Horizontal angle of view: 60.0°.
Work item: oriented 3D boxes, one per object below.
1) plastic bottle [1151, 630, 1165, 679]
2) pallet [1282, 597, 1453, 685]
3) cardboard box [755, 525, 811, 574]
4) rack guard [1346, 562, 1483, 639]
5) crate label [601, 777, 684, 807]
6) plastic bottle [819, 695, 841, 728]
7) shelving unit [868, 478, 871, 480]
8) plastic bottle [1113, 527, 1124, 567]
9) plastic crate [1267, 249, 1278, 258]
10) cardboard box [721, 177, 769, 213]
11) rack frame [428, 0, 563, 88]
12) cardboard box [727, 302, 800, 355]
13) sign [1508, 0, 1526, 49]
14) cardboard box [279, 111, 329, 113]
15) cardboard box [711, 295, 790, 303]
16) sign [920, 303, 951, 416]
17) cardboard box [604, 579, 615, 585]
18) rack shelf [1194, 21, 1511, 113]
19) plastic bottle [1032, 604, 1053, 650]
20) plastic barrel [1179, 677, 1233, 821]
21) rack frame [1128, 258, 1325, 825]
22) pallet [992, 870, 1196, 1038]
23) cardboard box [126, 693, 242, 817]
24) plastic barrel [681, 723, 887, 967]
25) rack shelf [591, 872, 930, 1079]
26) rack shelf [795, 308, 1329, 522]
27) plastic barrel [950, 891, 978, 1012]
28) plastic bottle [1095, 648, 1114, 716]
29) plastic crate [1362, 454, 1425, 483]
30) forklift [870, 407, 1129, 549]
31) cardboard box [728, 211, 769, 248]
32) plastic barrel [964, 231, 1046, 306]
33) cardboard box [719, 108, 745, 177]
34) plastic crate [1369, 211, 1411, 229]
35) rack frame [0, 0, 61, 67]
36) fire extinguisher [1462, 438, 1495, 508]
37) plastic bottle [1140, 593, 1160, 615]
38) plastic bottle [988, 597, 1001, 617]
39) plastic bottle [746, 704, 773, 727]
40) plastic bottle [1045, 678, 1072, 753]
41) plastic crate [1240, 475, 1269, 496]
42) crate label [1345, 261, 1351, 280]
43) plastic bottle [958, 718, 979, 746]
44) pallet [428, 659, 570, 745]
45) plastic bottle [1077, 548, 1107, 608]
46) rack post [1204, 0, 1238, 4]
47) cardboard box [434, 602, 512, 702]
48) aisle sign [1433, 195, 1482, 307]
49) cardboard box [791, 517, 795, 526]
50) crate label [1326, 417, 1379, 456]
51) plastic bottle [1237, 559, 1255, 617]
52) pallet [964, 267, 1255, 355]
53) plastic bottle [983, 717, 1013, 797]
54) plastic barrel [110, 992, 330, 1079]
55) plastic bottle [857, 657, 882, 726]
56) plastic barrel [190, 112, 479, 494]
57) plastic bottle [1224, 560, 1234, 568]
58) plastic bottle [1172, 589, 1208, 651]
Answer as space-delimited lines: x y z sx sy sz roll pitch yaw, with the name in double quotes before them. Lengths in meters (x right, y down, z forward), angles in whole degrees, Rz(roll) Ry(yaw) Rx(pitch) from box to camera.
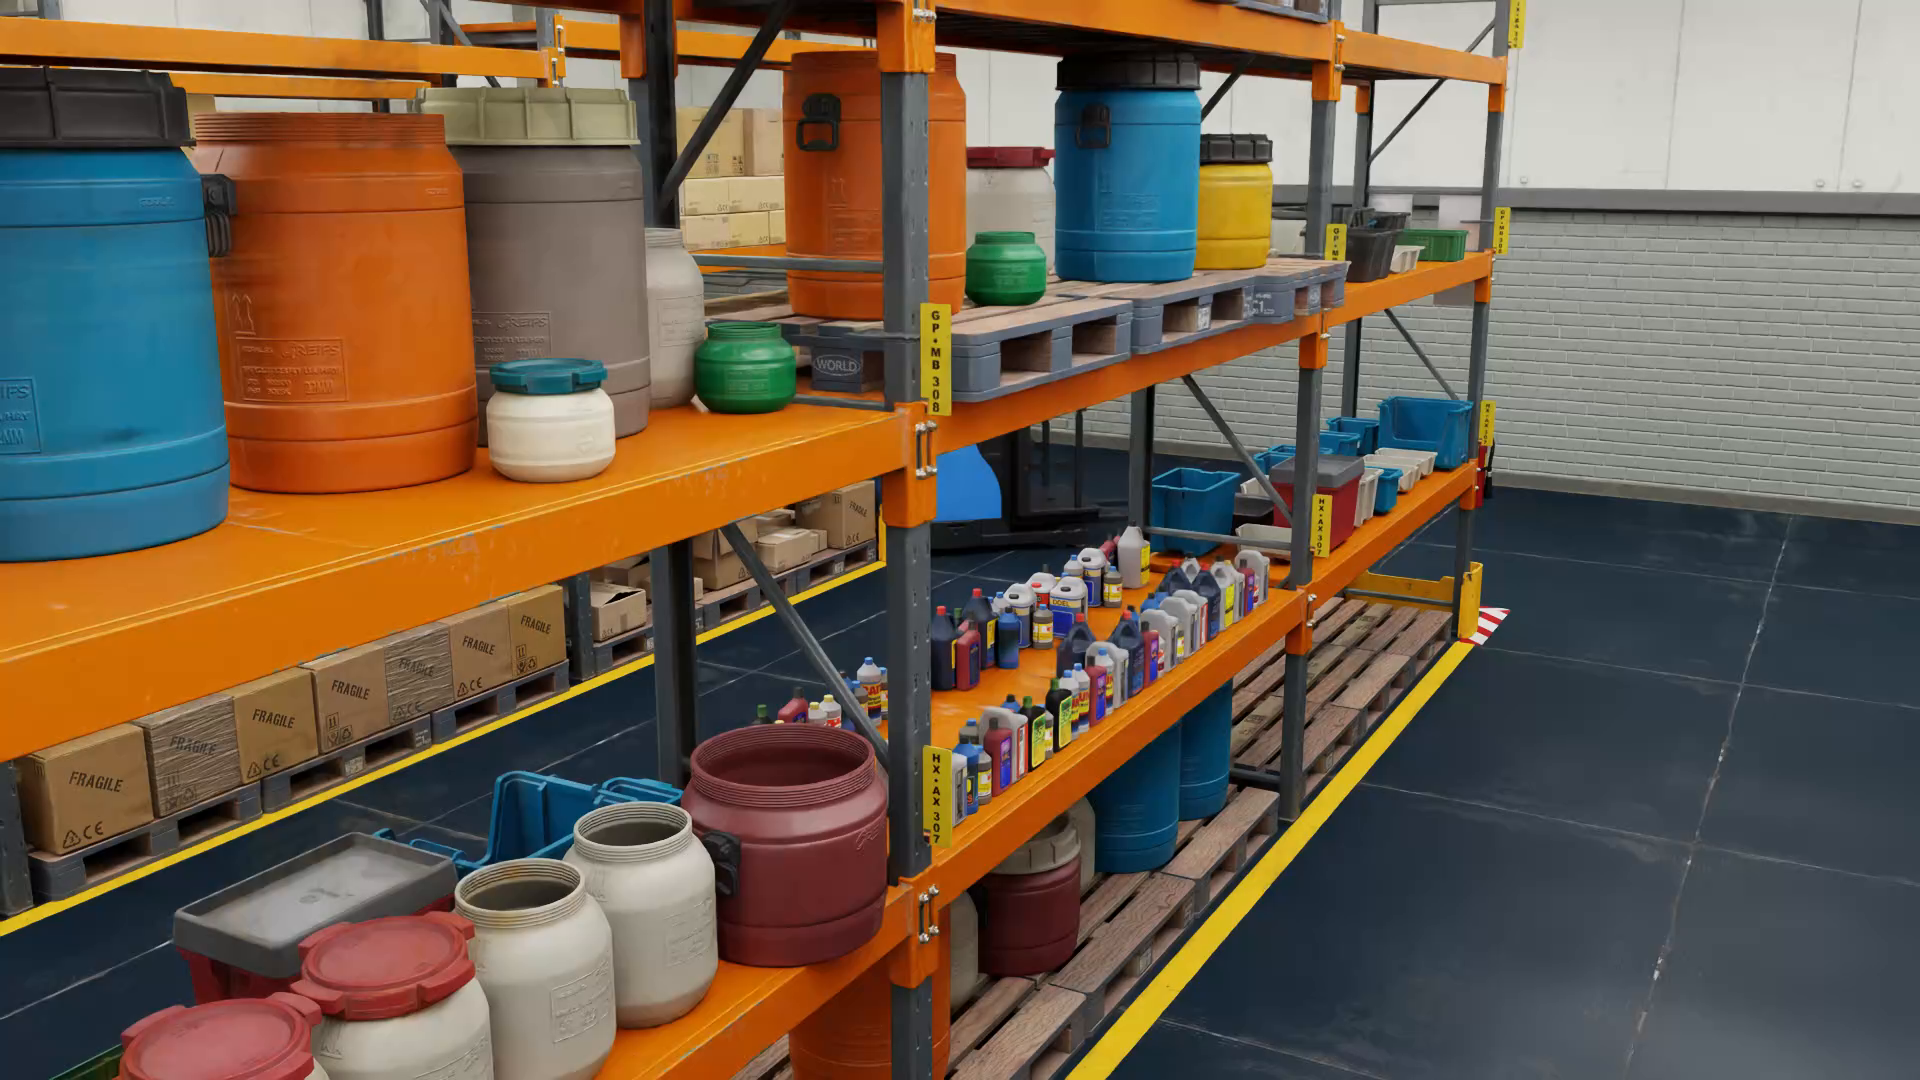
"plastic bottle" 0.841 0.493 7.228 0.097 0.201 0.097 0 14 0
"pallet" 2.879 0.698 11.902 1.003 0.211 1.213 7 15 28
"cardboard box" -1.555 0.070 13.488 0.500 0.250 0.500 7 15 28
"rack guard" 3.312 0.387 12.579 1.175 0.500 0.348 7 15 28
"crate label" -1.087 0.945 5.288 0.303 0.233 0.416 7 15 28
"plastic bottle" -0.503 0.696 6.388 0.097 0.201 0.097 0 14 0
"shelving unit" -1.162 -0.790 15.171 0.538 1.500 1.048 -3 11 -31
"plastic bottle" 0.828 0.082 8.757 0.061 0.283 0.133 7 15 28
"plastic crate" 1.660 -1.635 9.796 0.293 0.136 0.466 7 15 28
"cardboard box" -1.770 -2.570 12.363 0.500 0.250 0.500 7 15 28
"rack frame" -2.956 -3.480 10.483 1.000 3.000 0.127 7 15 28
"cardboard box" -1.487 -1.585 13.080 0.500 0.500 0.500 8 16 30
"sign" 3.802 -3.523 11.349 0.100 0.325 0.005 7 15 28
"cardboard box" -5.972 -3.557 14.813 0.500 0.500 0.500 7 15 26
"cardboard box" -1.714 -1.749 13.759 0.500 0.500 0.500 8 15 29
"sign" -0.070 -0.527 4.859 0.100 0.325 0.005 7 15 28
"cardboard box" -2.800 0.376 12.434 0.380 0.149 0.250 7 15 28
"rack shelf" 2.345 -2.784 9.985 1.077 0.370 4.000 7 15 28
"plastic bottle" 0.380 0.395 7.636 0.097 0.201 0.097 0 14 0
"plastic barrel" 1.101 0.924 8.597 0.600 0.901 0.708 7 15 28
"rack frame" 1.378 -0.001 8.855 1.000 3.000 0.127 7 15 28
"pallet" 0.380 1.759 7.503 1.003 0.211 1.213 7 15 28
"cardboard box" -4.171 1.090 8.725 0.500 0.500 0.500 7 15 26
"plastic barrel" -0.514 0.883 4.898 0.600 0.536 0.708 7 15 28
"rack shelf" -1.522 1.579 3.833 1.077 0.370 4.000 7 15 28
"rack shelf" 0.412 -0.699 6.886 1.077 0.370 4.000 7 15 28
"plastic barrel" -0.139 1.596 6.640 0.421 0.512 0.421 0 14 0
"plastic bottle" 0.575 0.572 6.751 0.097 0.271 0.097 0 14 0
"plastic crate" 2.924 -0.477 11.264 0.396 0.136 0.243 7 15 28
"forklift" 0.679 -1.461 15.056 3.031 2.935 1.130 -3 14 -14
"cardboard box" -1.777 -2.328 12.425 0.500 0.250 0.500 7 15 28
"plastic barrel" 0.158 -0.959 5.862 0.294 0.245 0.294 0 14 0
"cardboard box" -2.043 -2.970 12.422 0.700 0.500 0.500 7 15 28
"plastic crate" 2.882 -2.169 11.726 0.497 0.269 0.590 7 15 28
"rack frame" -7.294 -4.040 12.808 1.000 3.000 0.127 7 15 28
"fire extinguisher" 3.783 -0.583 12.227 0.296 0.674 0.183 7 15 28
"plastic bottle" 0.867 0.374 7.571 0.097 0.271 0.097 0 14 0
"plastic bottle" 0.134 0.391 7.501 0.097 0.271 0.097 0 14 0
"plastic bottle" -0.733 0.745 6.010 0.061 0.283 0.133 7 15 28
"plastic bottle" 0.377 0.659 6.364 0.061 0.283 0.133 7 15 28
"plastic crate" 1.957 -0.294 10.502 0.293 0.136 0.466 7 15 28
"crate label" 1.868 -1.399 8.815 0.293 0.136 0.466 7 15 28
"plastic bottle" 0.042 0.759 6.127 0.097 0.201 0.097 0 14 0
"pallet" -3.316 0.964 10.803 1.003 0.211 1.213 7 15 28
"plastic bottle" 0.644 0.186 8.344 0.152 0.276 0.135 7 15 28
"rack post" 0.511 -2.245 6.428 0.937 0.300 0.954 9 16 34
"cardboard box" -3.190 0.672 10.456 0.500 0.500 0.500 7 15 28
"aisle sign" 3.603 -2.067 11.878 0.394 0.787 0.004 7 15 28
"cardboard box" -1.646 -0.122 14.463 0.380 0.166 0.250 7 15 28
"crate label" 2.905 -0.756 12.216 0.416 0.233 0.303 7 15 28
"plastic bottle" 1.399 0.226 8.163 0.061 0.283 0.133 7 15 28
"pallet" 0.539 -0.963 6.846 1.003 0.211 1.213 7 15 28
"plastic bottle" 0.136 0.762 5.939 0.061 0.283 0.133 7 15 28
"plastic barrel" -1.480 1.252 3.367 0.433 0.535 0.433 0 14 0
"plastic bottle" -0.362 0.602 6.628 0.097 0.271 0.097 0 14 0
"plastic barrel" -1.458 -0.570 3.896 0.600 0.830 0.708 7 15 28
"plastic bottle" 1.353 0.202 8.434 0.097 0.201 0.097 0 14 0
"plastic bottle" 1.050 0.355 7.642 0.152 0.276 0.135 7 15 28
